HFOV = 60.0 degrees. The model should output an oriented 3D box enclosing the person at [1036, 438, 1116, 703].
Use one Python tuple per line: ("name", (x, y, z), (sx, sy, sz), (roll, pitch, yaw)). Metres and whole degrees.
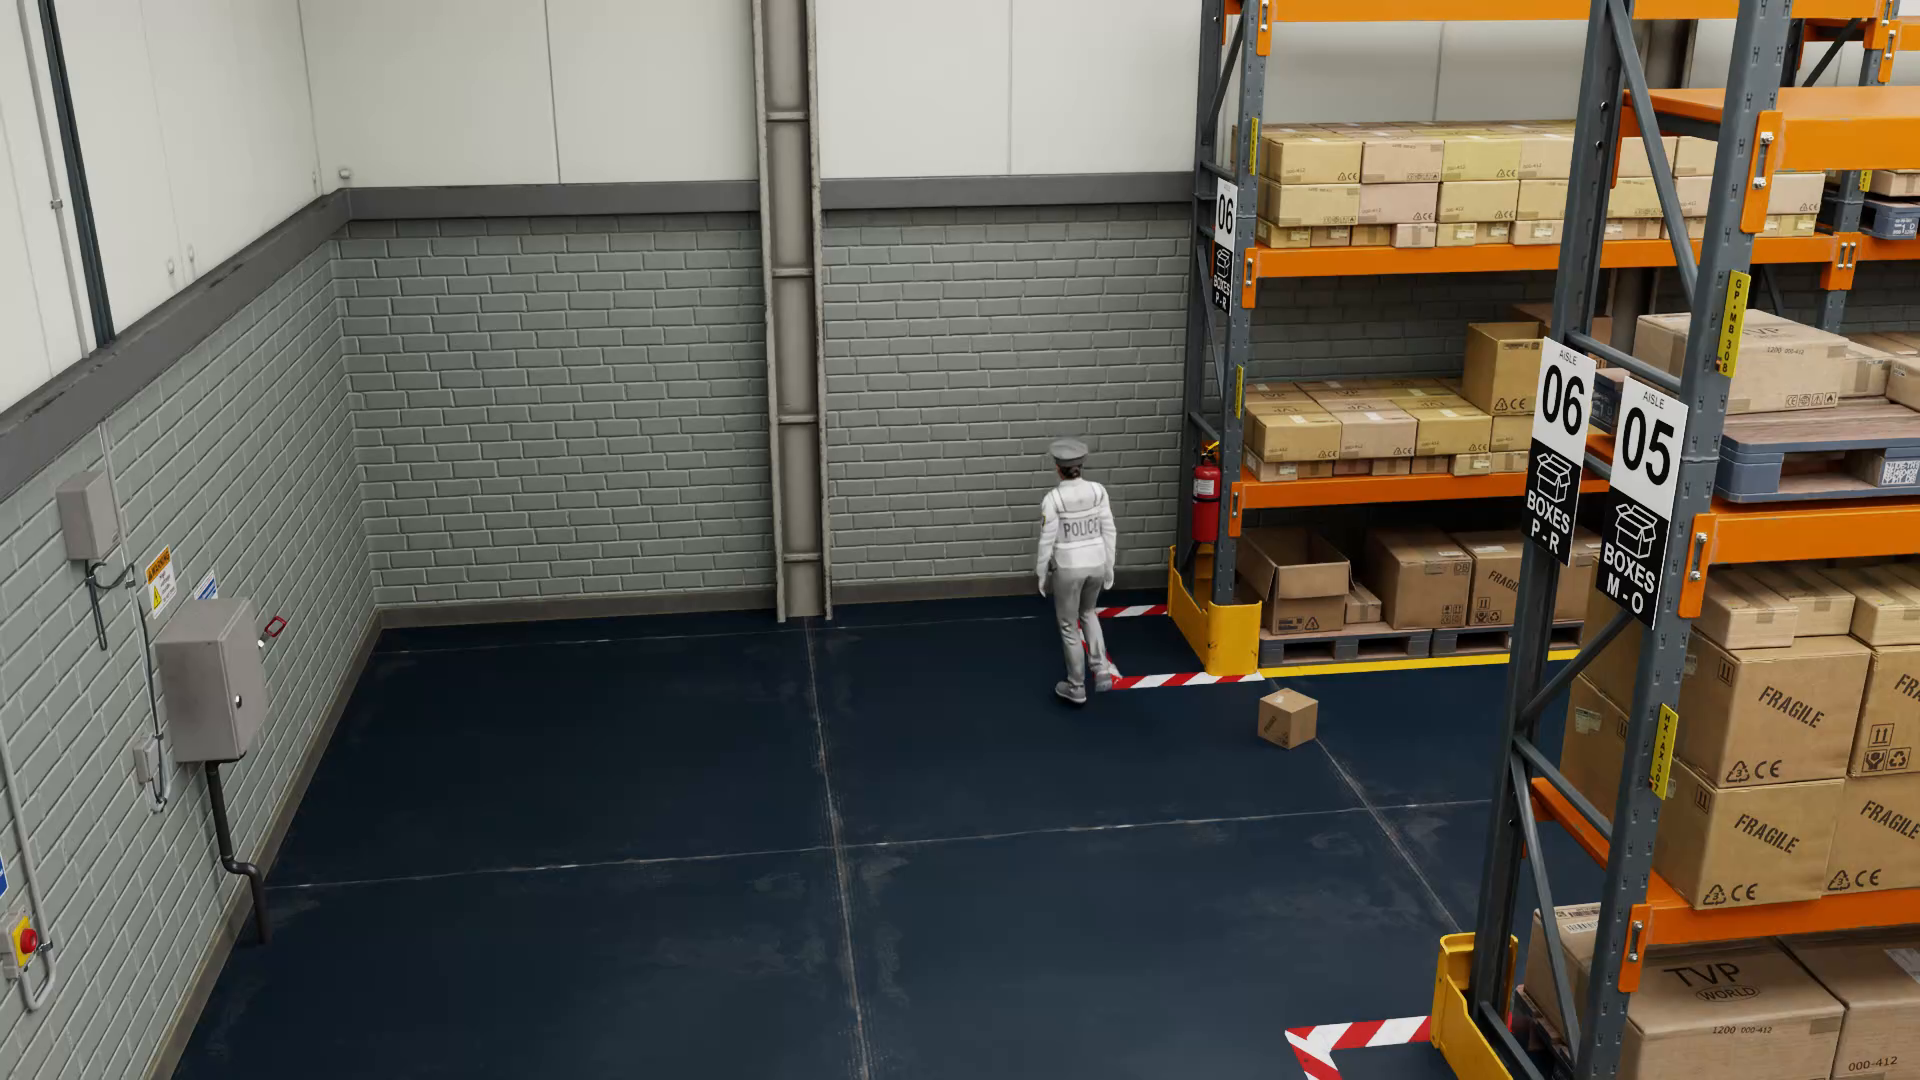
("person", (13.379, -0.435, 6.106), (19.660, 5.841, 18.646), (-10, 22, -25))
